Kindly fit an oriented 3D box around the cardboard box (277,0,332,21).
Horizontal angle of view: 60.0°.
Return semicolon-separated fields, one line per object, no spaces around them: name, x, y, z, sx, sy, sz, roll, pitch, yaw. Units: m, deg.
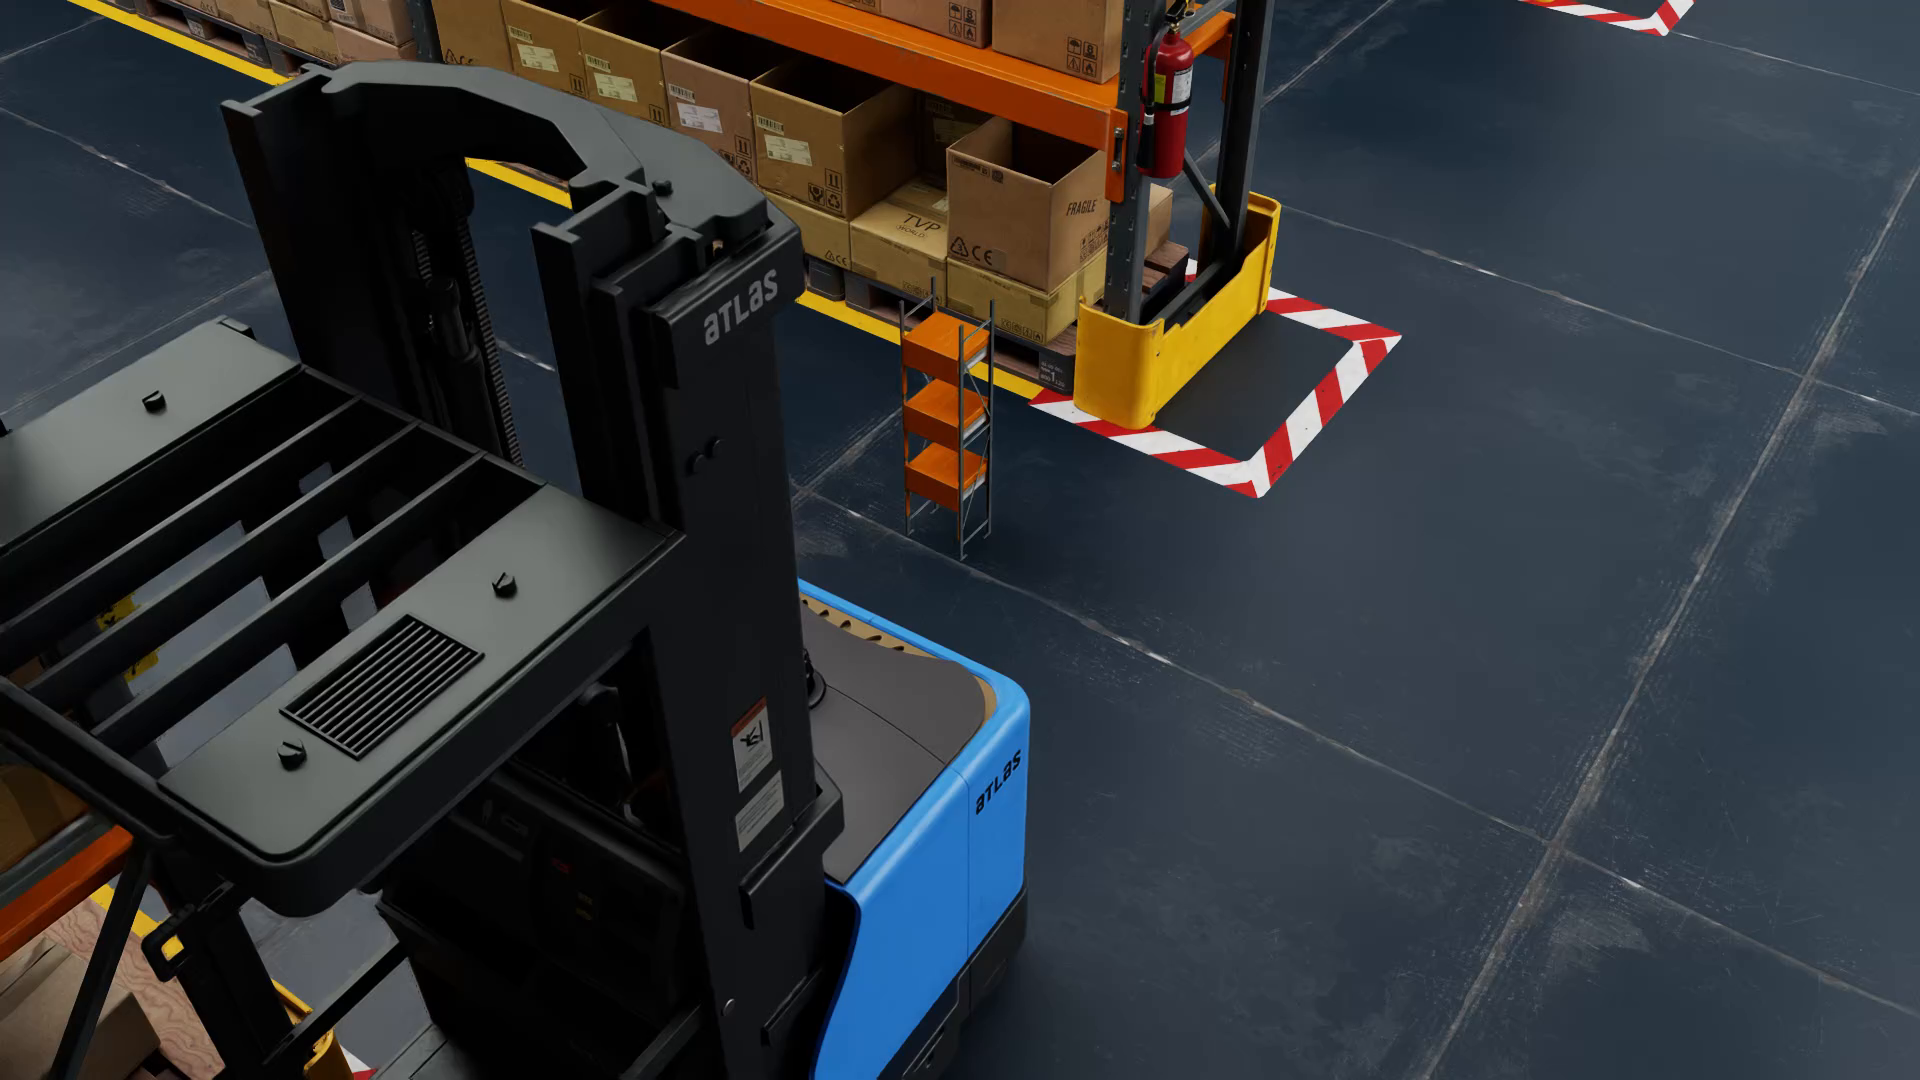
cardboard box;-3.302;-3.006;8.687;0.500;0.311;0.500;26;48;26

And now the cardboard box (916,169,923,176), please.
cardboard box;-0.233;-1.779;7.736;0.500;0.250;0.500;25;48;25

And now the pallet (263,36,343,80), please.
pallet;-3.001;-2.693;9.101;1.213;0.211;1.003;25;48;25

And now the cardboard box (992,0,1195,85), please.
cardboard box;0.524;-2.163;6.342;0.500;0.500;0.700;25;48;25

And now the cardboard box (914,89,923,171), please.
cardboard box;-0.239;-2.052;7.479;0.500;0.500;0.500;25;48;25

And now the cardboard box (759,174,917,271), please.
cardboard box;-0.536;-1.491;7.414;0.500;0.250;0.500;25;48;25

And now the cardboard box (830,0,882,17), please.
cardboard box;-0.312;-2.554;6.780;0.500;0.500;0.700;25;48;26

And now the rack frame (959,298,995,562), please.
rack frame;0.056;-0.365;5.871;0.008;1.050;0.200;25;48;25

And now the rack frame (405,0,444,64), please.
rack frame;-2.376;-3.471;7.880;0.127;3.000;1.000;25;48;25

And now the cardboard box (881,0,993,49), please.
cardboard box;0.092;-2.361;6.564;0.500;0.500;0.700;26;48;26

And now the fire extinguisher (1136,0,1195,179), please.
fire extinguisher;0.729;-1.612;5.860;0.183;0.674;0.296;25;48;25

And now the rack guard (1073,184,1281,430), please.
rack guard;0.919;-0.999;6.991;0.348;0.500;1.175;25;48;25

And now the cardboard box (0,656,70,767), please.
cardboard box;-2.160;0.188;3.325;0.500;0.500;0.500;25;48;25

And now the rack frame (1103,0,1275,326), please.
rack frame;0.899;-1.940;6.168;0.127;3.000;1.000;25;48;25

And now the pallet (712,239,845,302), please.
pallet;-0.746;-1.638;7.922;1.213;0.211;1.003;25;48;25

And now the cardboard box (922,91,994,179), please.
cardboard box;0.177;-1.868;7.273;0.500;0.500;0.500;25;48;25

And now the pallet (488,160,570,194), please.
pallet;-1.749;-2.105;8.444;1.213;0.211;1.003;25;48;25

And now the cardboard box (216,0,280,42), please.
cardboard box;-3.714;-2.994;9.093;0.500;0.250;0.500;26;48;26

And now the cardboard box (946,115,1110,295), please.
cardboard box;0.289;-1.394;6.743;0.500;0.500;0.500;25;48;25

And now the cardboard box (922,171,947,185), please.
cardboard box;0.176;-1.588;7.522;0.500;0.250;0.500;25;48;25

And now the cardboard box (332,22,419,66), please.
cardboard box;-2.882;-2.603;8.657;0.500;0.250;0.500;25;47;25

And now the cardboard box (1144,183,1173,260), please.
cardboard box;0.588;-1.398;7.310;0.500;0.250;0.500;25;48;25

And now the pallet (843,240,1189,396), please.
pallet;0.249;-1.170;7.400;1.213;0.211;1.003;25;48;25

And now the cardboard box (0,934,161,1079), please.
cardboard box;-2.457;1.290;4.245;0.500;0.311;0.500;20;46;21

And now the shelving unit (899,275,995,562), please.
shelving unit;-0.044;-0.412;5.923;0.252;1.050;0.215;25;48;25

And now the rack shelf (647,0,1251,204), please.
rack shelf;-0.738;-2.437;7.264;4.000;0.370;1.077;25;48;25

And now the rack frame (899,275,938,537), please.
rack frame;-0.144;-0.458;5.975;0.008;1.050;0.200;25;48;25

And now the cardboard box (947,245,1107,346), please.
cardboard box;0.290;-1.115;6.994;0.500;0.250;0.500;25;48;25

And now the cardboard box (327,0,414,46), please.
cardboard box;-2.872;-2.810;8.468;0.500;0.311;0.500;25;48;25

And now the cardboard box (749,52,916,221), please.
cardboard box;-0.538;-1.769;7.162;0.500;0.500;0.500;25;48;25

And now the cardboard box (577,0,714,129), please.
cardboard box;-1.357;-2.151;7.589;0.500;0.500;0.500;25;48;25

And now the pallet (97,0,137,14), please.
pallet;-4.999;-3.627;10.145;1.213;0.211;1.003;25;48;25

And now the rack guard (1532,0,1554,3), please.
rack guard;3.657;-3.714;10.026;0.348;0.500;1.175;25;48;25

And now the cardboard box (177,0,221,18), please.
cardboard box;-4.130;-3.189;9.312;0.500;0.250;0.500;26;48;26

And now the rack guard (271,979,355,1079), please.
rack guard;-2.004;1.669;4.010;0.348;0.500;1.175;25;48;25

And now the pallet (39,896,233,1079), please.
pallet;-2.649;1.446;4.476;1.213;0.211;1.003;25;48;25

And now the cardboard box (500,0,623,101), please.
cardboard box;-1.762;-2.347;7.808;0.500;0.500;0.500;25;48;25

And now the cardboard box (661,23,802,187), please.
cardboard box;-0.947;-1.961;7.377;0.500;0.500;0.500;25;48;25

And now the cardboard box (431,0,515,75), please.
cardboard box;-2.176;-2.534;8.017;0.500;0.500;0.500;25;48;25

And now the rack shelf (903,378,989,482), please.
rack shelf;-0.044;-0.404;5.930;0.240;0.259;0.215;25;48;25

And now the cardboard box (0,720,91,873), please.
cardboard box;-2.159;0.455;3.590;0.500;0.250;0.500;24;47;24

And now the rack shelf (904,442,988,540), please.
rack shelf;-0.044;-0.197;6.115;0.240;0.259;0.215;25;48;25

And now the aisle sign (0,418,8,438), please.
aisle sign;-1.711;-0.339;2.430;0.004;0.787;0.394;25;48;25

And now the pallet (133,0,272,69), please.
pallet;-4.004;-3.159;9.623;1.213;0.211;1.003;25;48;25

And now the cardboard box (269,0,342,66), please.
cardboard box;-3.295;-2.798;8.875;0.500;0.250;0.500;24;47;25

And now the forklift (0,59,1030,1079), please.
forklift;-1.036;0.728;3.238;1.130;2.935;3.031;24;47;24

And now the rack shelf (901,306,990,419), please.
rack shelf;-0.044;-0.615;5.741;0.240;0.259;0.215;25;48;25

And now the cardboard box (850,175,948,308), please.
cardboard box;-0.126;-1.300;7.201;0.500;0.250;0.500;25;48;25

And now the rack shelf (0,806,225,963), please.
rack shelf;-3.580;0.269;4.240;4.000;0.370;1.077;25;48;25

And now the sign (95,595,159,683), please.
sign;-1.631;0.147;3.187;0.005;0.325;0.100;25;48;25

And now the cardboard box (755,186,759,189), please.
cardboard box;-0.945;-1.683;7.629;0.500;0.250;0.500;25;48;25
